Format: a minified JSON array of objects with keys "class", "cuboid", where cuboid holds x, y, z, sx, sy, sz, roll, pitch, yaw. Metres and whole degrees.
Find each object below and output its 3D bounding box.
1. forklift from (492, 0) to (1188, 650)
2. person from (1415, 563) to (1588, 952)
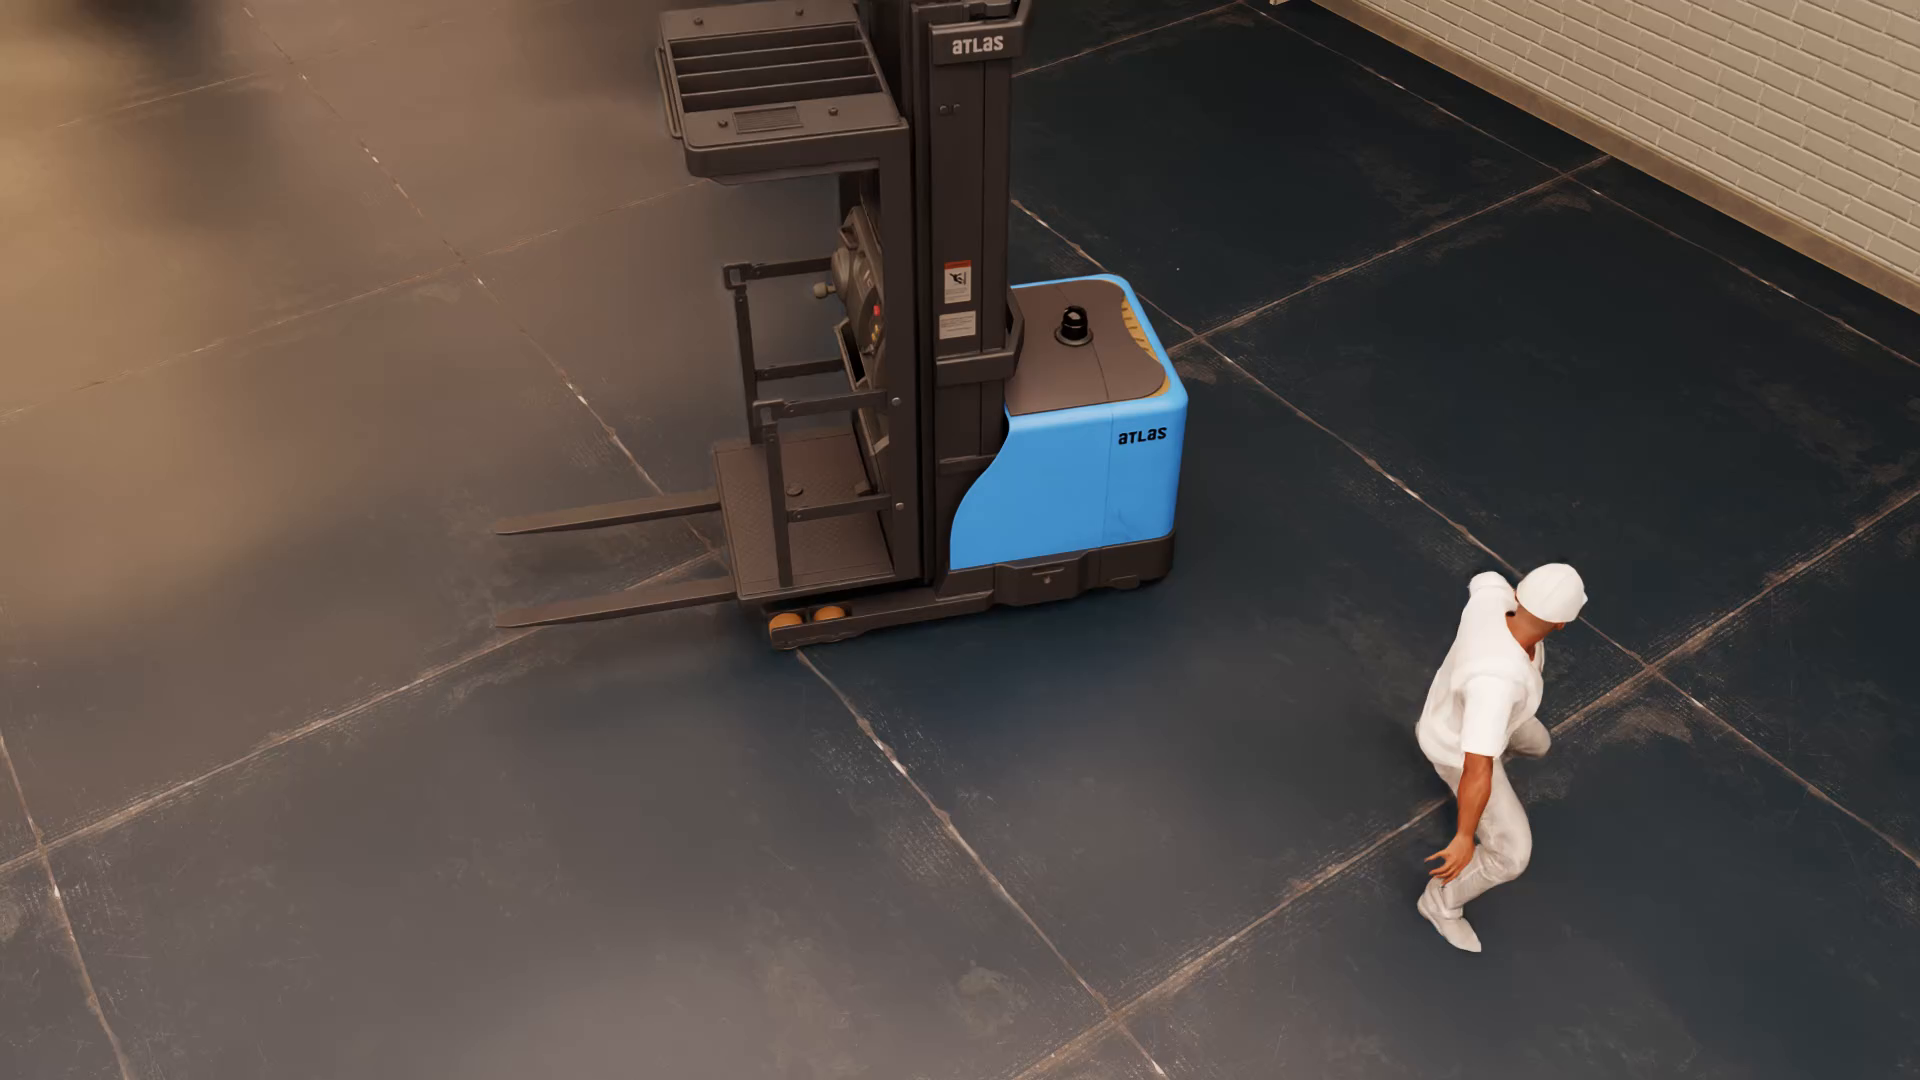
[{"class":"forklift","cuboid":[-0.596,-0.988,6.787,3.031,2.935,1.130,-9,43,-9]},{"class":"person","cuboid":[1.887,0.711,5.954,0.511,1.645,1.182,16,45,17]}]
